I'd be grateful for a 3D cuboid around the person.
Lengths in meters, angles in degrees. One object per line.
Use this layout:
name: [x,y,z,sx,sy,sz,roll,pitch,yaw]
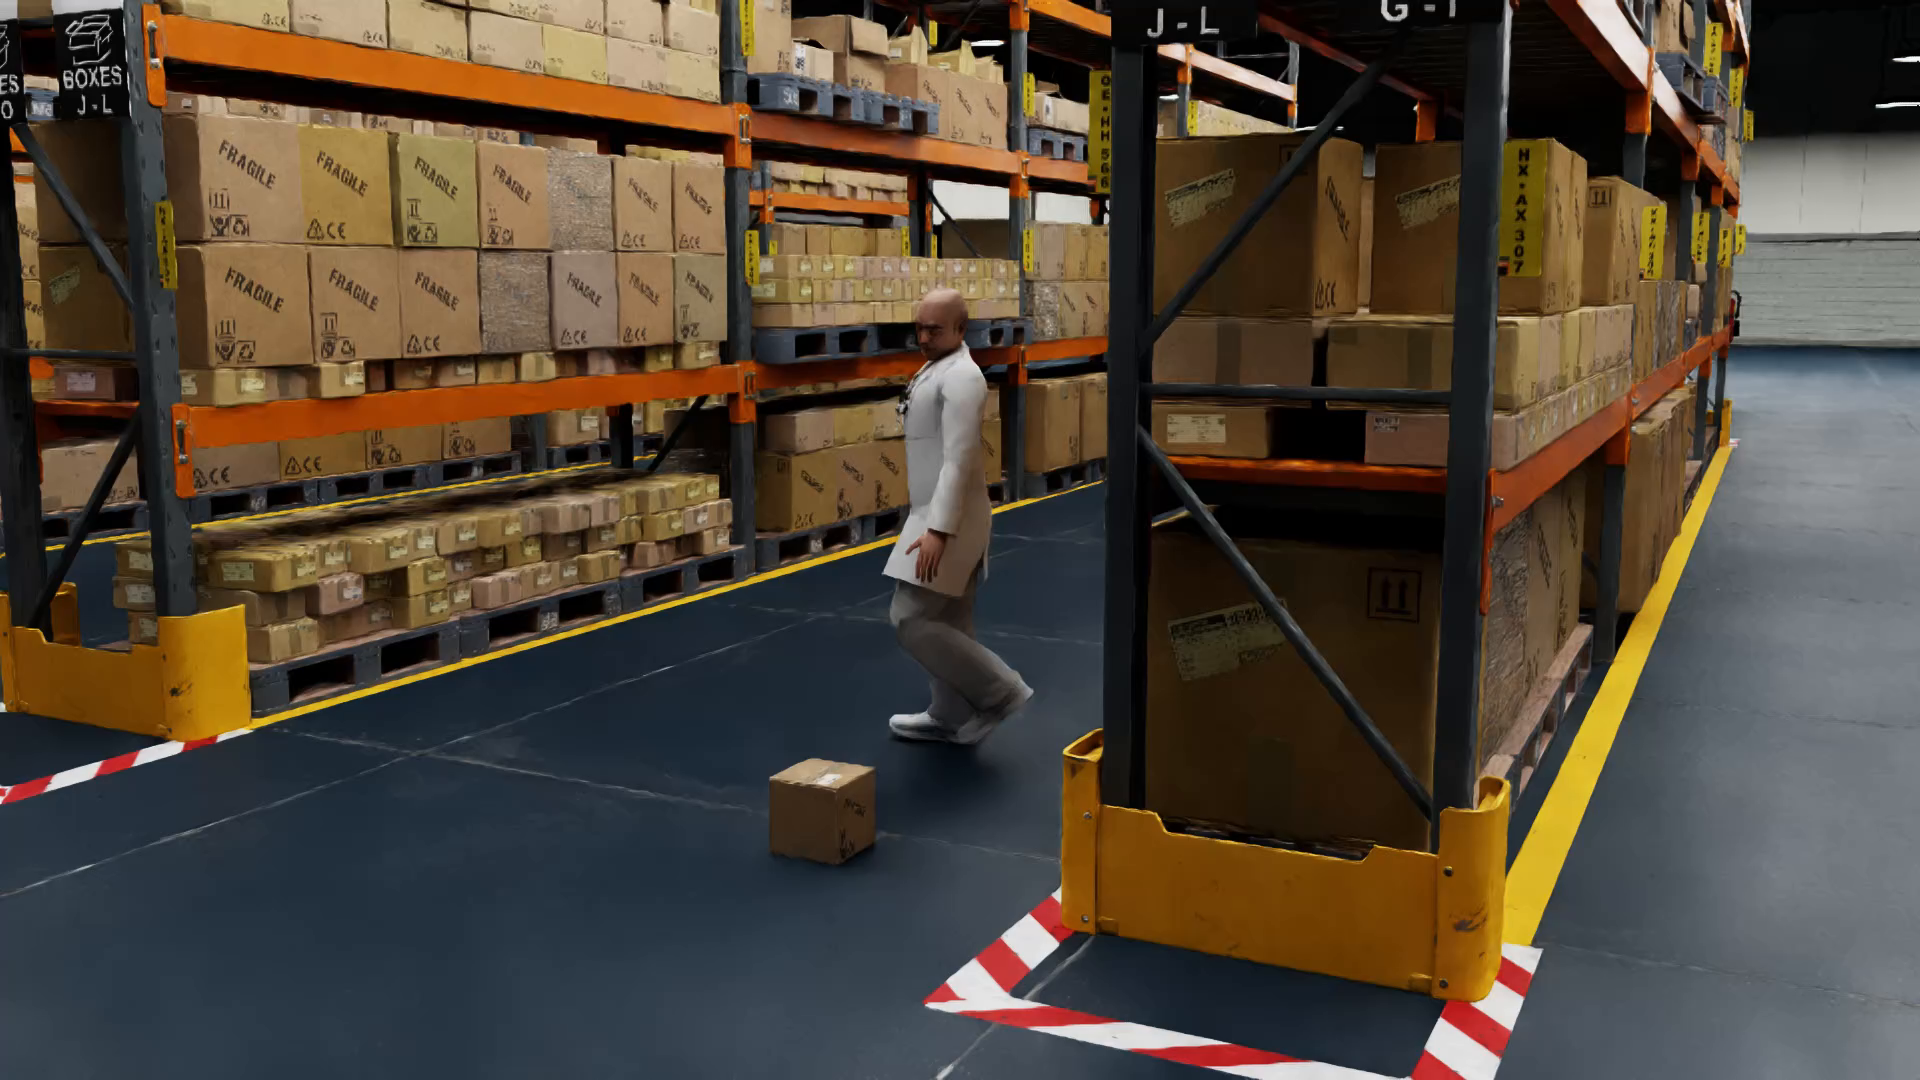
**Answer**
person: [-0.008,-0.054,6.198,0.565,1.761,0.652,0,9,-2]
